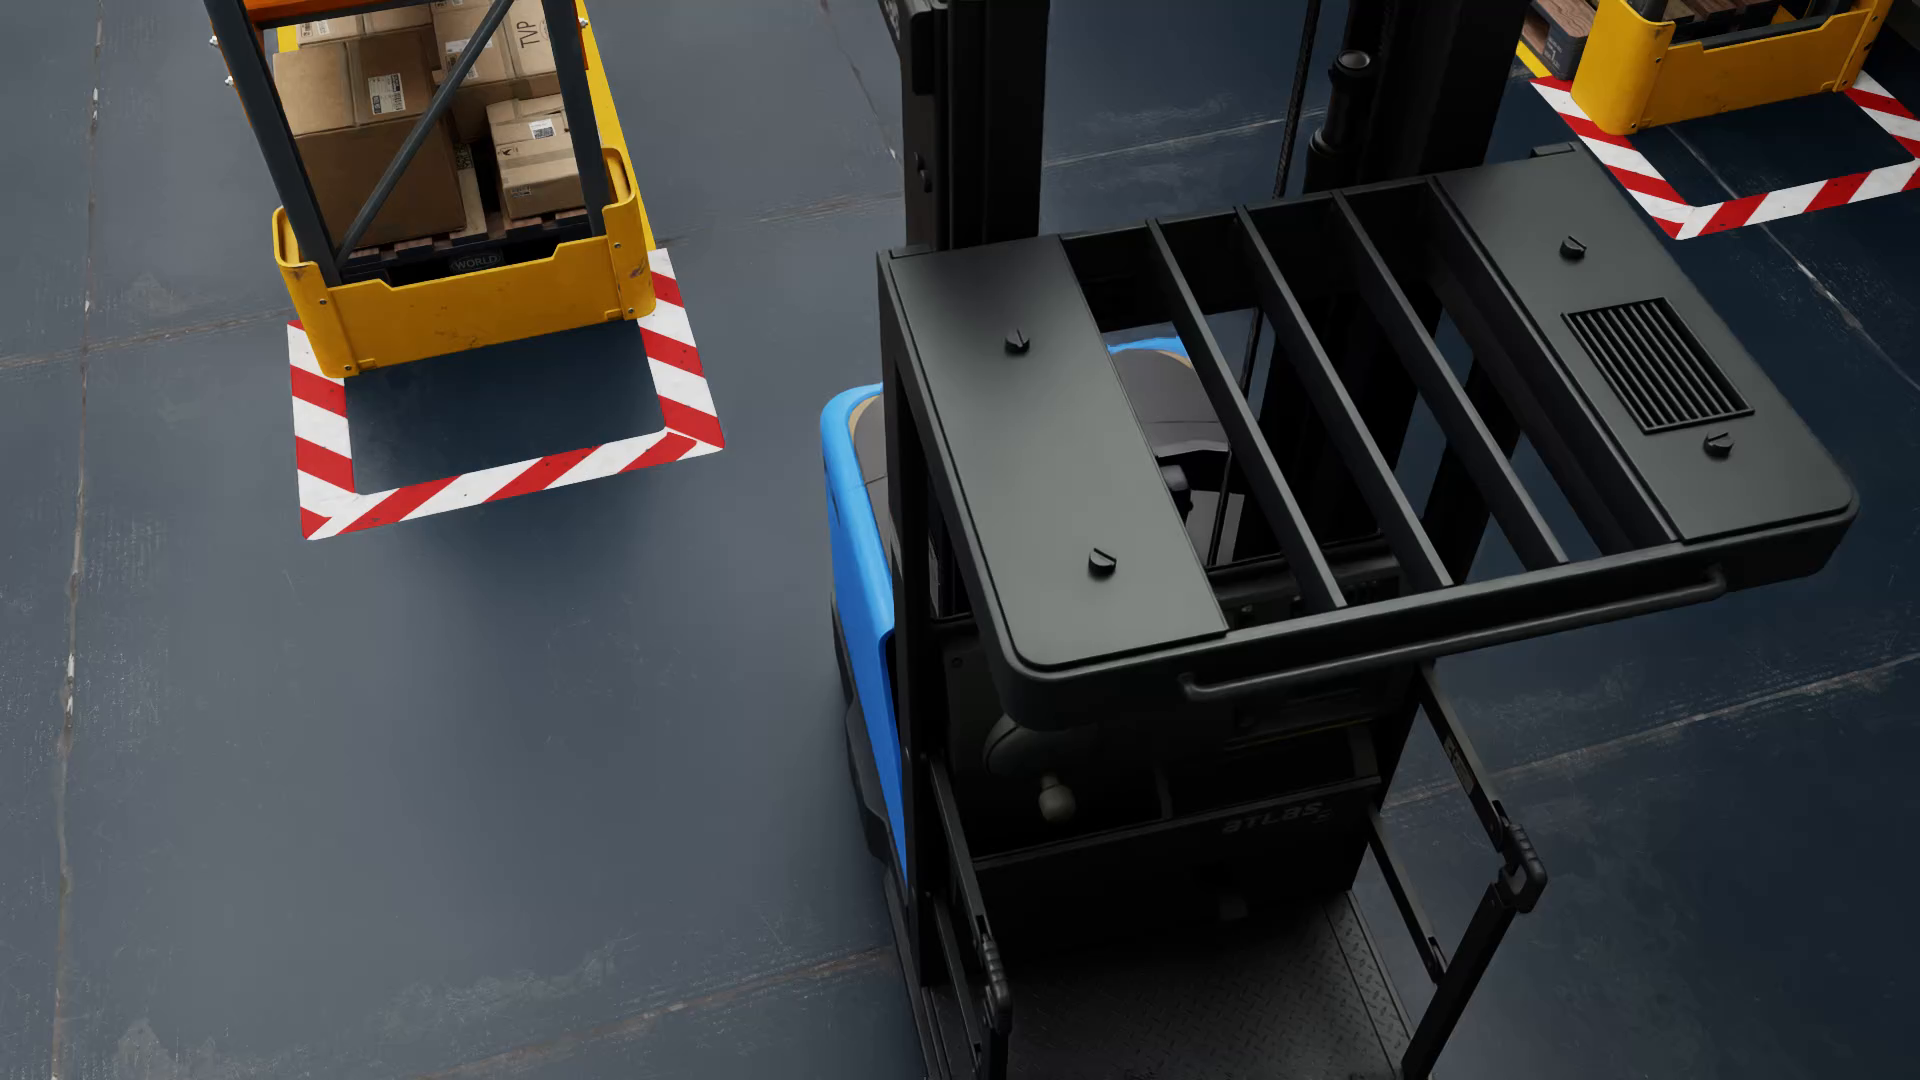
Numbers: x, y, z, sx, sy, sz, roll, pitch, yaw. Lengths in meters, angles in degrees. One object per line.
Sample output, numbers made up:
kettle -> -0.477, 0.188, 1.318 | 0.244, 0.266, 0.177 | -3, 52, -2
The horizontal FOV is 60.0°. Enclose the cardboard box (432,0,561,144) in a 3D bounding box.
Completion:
cardboard box -> -1.696, -1.793, 6.310 | 0.500, 0.250, 0.500 | -13, 51, -11

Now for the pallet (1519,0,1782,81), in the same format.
pallet -> 2.761, -2.501, 7.221 | 1.003, 0.211, 1.213 | -13, 51, -11

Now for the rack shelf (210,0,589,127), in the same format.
rack shelf -> -2.250, -2.940, 6.237 | 1.077, 0.370, 4.000 | -13, 51, -11

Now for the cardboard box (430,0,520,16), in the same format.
cardboard box -> -1.844, -2.158, 6.618 | 0.500, 0.250, 0.500 | -13, 51, -11

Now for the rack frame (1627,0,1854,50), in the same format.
rack frame -> 3.072, -2.834, 5.677 | 1.000, 3.000, 0.127 | -13, 51, -11

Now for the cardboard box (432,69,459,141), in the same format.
cardboard box -> -2.089, -1.597, 6.200 | 0.380, 0.166, 0.250 | -13, 51, -11

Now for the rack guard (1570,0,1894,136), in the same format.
rack guard -> 3.079, -2.011, 6.618 | 1.175, 0.500, 0.348 | -13, 51, -11

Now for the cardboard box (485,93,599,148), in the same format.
cardboard box -> -1.528, -1.506, 6.123 | 0.380, 0.166, 0.250 | -13, 51, -11

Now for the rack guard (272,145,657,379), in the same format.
rack guard -> -1.681, -0.961, 5.733 | 1.175, 0.500, 0.348 | -13, 51, -11

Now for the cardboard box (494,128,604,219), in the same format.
cardboard box -> -1.454, -1.318, 5.976 | 0.380, 0.149, 0.250 | -13, 51, -11

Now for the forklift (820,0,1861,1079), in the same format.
forklift -> 0.480, 0.385, 3.008 | 1.130, 2.935, 3.031 | -11, 51, -9

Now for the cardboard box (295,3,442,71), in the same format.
cardboard box -> -2.307, -2.009, 6.492 | 0.500, 0.250, 0.500 | -13, 51, -11

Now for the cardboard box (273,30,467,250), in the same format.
cardboard box -> -2.055, -1.389, 5.806 | 0.500, 0.500, 0.500 | -13, 51, -11

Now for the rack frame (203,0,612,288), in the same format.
rack frame -> -1.659, -1.711, 4.731 | 1.000, 3.000, 0.127 | -13, 51, -11

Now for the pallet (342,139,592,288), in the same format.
pallet -> -1.918, -1.450, 6.334 | 1.003, 0.211, 1.213 | -13, 51, -11
